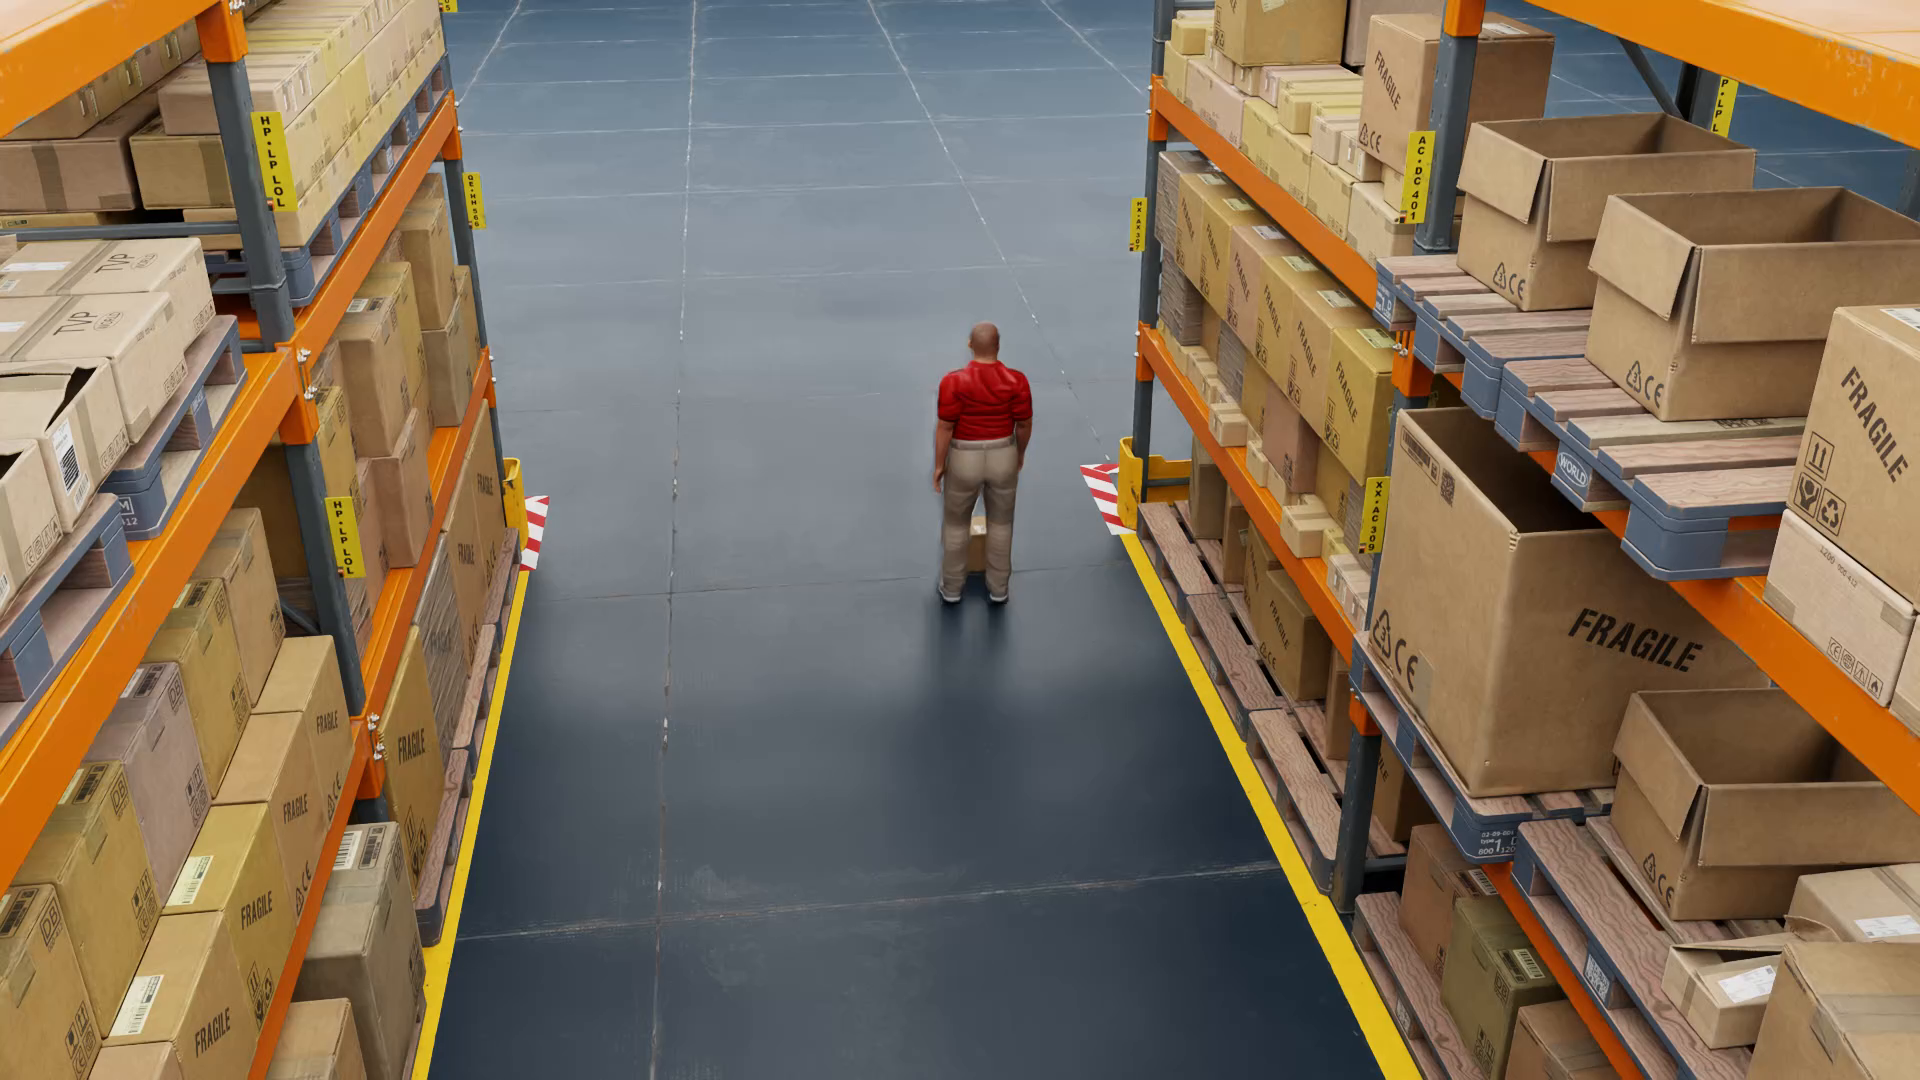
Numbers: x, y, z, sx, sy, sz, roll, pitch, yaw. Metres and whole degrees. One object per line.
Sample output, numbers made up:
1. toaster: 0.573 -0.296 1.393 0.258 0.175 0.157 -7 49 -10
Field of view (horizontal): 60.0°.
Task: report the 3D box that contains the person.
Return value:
1. person: 0.116 -0.440 9.461 0.561 1.744 0.422 -4 27 -7
